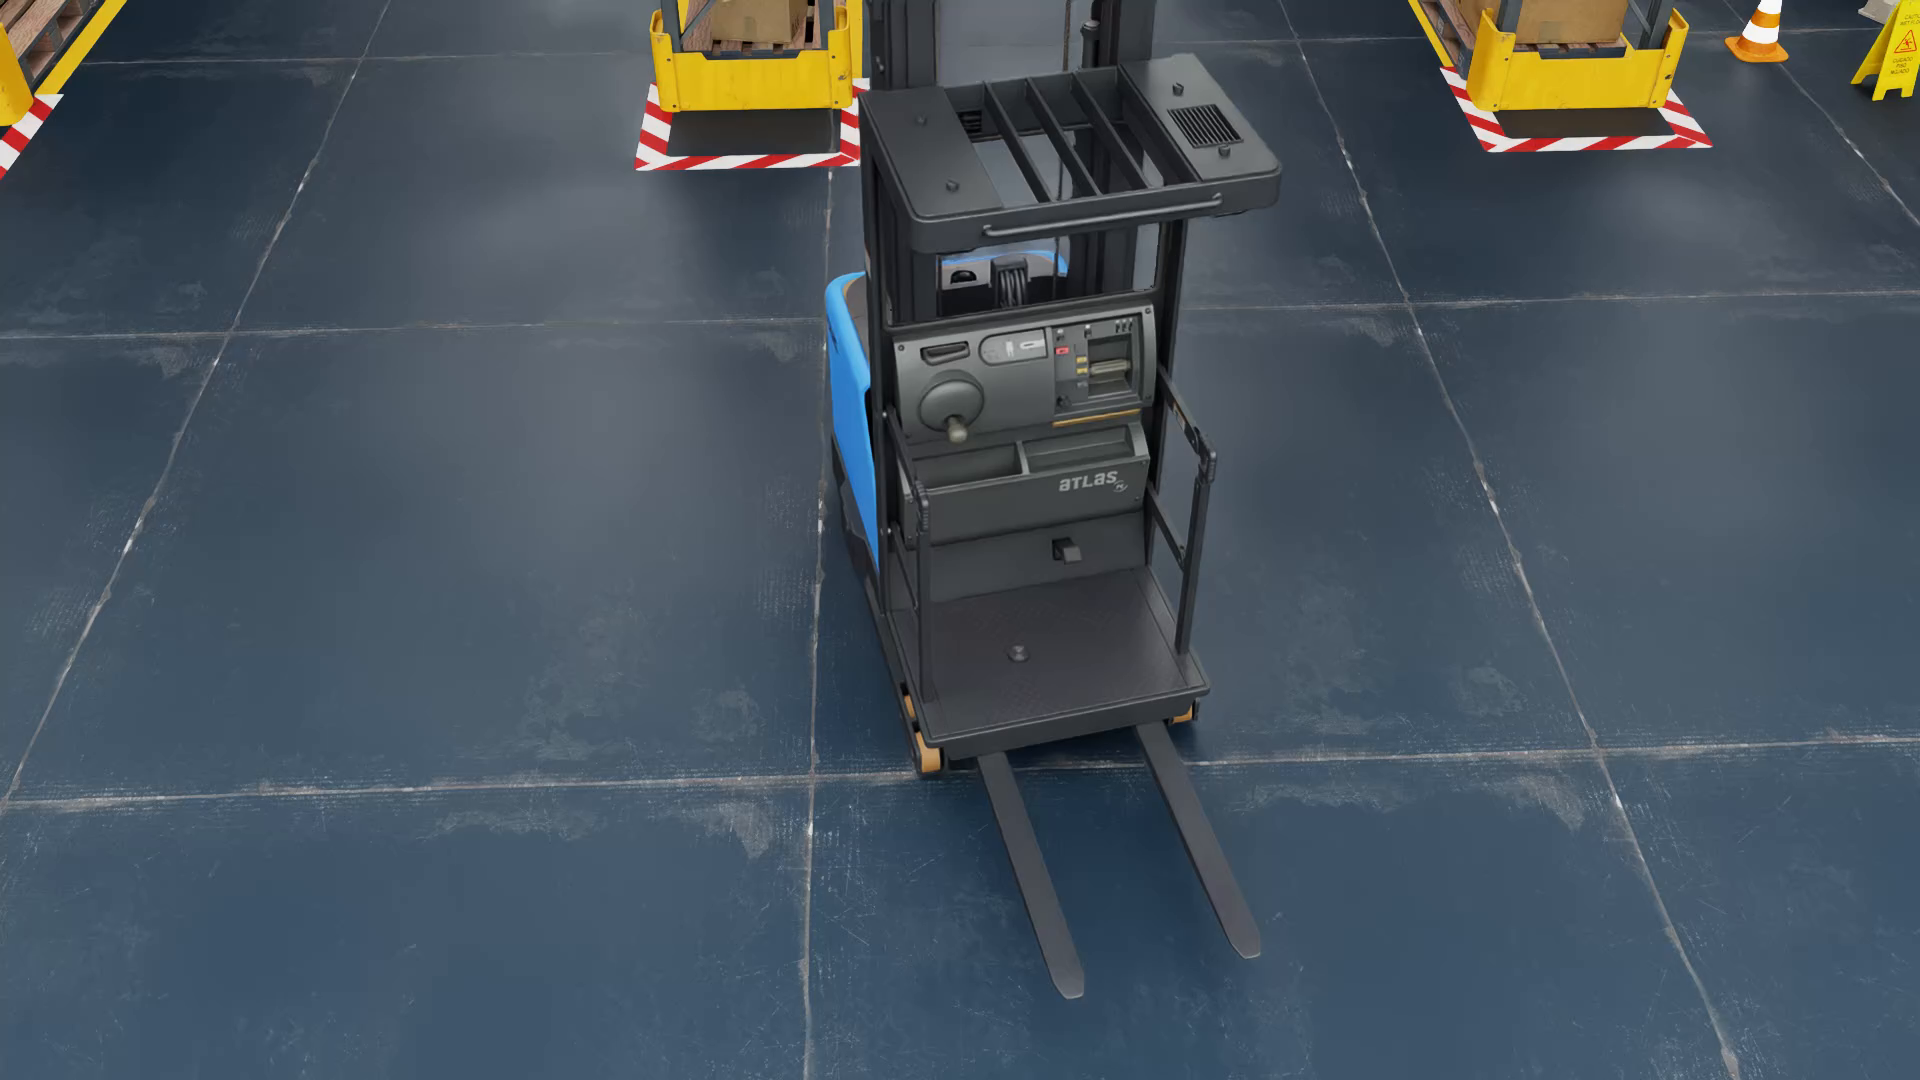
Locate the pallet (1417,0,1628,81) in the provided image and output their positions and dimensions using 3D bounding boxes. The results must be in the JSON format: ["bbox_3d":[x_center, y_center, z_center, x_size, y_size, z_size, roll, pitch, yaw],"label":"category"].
[{"bbox_3d":[3.605,-3.363,10.763,1.003,0.211,1.213,-2,43,-2],"label":"pallet"}]

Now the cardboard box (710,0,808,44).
[{"bbox_3d":[-1.253,-3.435,10.316,0.500,0.500,0.500,6,43,6],"label":"cardboard box"}]

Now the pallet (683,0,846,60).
[{"bbox_3d":[-1.245,-3.352,10.751,1.003,0.211,1.213,-2,43,-2],"label":"pallet"}]

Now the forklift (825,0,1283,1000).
[{"bbox_3d":[0.289,-0.493,5.619,1.130,2.935,3.031,-10,43,-10],"label":"forklift"}]

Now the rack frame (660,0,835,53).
[{"bbox_3d":[-1.243,-3.779,9.153,1.000,3.000,0.127,-2,43,-2],"label":"rack frame"}]

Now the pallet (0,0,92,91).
[{"bbox_3d":[-6.271,-3.208,10.593,1.003,0.211,1.213,-2,43,-2],"label":"pallet"}]

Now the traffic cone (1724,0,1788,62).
[{"bbox_3d":[5.113,-3.317,10.527,0.336,0.463,0.334,-2,43,-2],"label":"traffic cone"}]

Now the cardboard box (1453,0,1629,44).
[{"bbox_3d":[3.622,-3.681,10.307,0.875,0.875,0.875,-1,43,-2],"label":"cardboard box"}]

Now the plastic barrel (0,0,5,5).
[{"bbox_3d":[-6.317,-3.655,10.548,0.421,0.512,0.421,0,43,0],"label":"plastic barrel"}]

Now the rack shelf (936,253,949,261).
[{"bbox_3d":[-0.232,-1.292,7.190,0.258,0.148,0.480,-10,43,-10],"label":"rack shelf"}]

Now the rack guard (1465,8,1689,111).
[{"bbox_3d":[3.718,-2.916,10.061,1.175,0.500,0.348,-2,43,-2],"label":"rack guard"}]

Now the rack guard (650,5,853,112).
[{"bbox_3d":[-1.246,-2.909,10.054,1.175,0.500,0.348,-2,43,-2],"label":"rack guard"}]

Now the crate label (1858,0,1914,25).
[{"bbox_3d":[6.161,-3.529,10.999,0.250,0.136,0.298,-23,47,-23],"label":"crate label"}]

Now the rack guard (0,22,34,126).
[{"bbox_3d":[-6.242,-2.766,9.897,1.175,0.500,0.348,-2,43,-2],"label":"rack guard"}]

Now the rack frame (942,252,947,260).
[{"bbox_3d":[-0.171,-0.843,7.282,0.240,1.200,0.015,-10,43,-10],"label":"rack frame"}]

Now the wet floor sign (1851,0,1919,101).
[{"bbox_3d":[5.696,-3.023,10.070,0.267,0.644,0.232,-8,43,-9],"label":"wet floor sign"}]

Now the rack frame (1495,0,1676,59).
[{"bbox_3d":[3.717,-3.853,9.234,1.000,3.000,0.127,-2,43,-2],"label":"rack frame"}]

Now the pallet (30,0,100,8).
[{"bbox_3d":[-6.320,-4.029,11.490,1.003,0.211,1.213,-2,43,-2],"label":"pallet"}]

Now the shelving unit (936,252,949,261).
[{"bbox_3d":[-0.232,-1.003,7.456,0.258,1.200,0.503,-10,43,-10],"label":"shelving unit"}]
